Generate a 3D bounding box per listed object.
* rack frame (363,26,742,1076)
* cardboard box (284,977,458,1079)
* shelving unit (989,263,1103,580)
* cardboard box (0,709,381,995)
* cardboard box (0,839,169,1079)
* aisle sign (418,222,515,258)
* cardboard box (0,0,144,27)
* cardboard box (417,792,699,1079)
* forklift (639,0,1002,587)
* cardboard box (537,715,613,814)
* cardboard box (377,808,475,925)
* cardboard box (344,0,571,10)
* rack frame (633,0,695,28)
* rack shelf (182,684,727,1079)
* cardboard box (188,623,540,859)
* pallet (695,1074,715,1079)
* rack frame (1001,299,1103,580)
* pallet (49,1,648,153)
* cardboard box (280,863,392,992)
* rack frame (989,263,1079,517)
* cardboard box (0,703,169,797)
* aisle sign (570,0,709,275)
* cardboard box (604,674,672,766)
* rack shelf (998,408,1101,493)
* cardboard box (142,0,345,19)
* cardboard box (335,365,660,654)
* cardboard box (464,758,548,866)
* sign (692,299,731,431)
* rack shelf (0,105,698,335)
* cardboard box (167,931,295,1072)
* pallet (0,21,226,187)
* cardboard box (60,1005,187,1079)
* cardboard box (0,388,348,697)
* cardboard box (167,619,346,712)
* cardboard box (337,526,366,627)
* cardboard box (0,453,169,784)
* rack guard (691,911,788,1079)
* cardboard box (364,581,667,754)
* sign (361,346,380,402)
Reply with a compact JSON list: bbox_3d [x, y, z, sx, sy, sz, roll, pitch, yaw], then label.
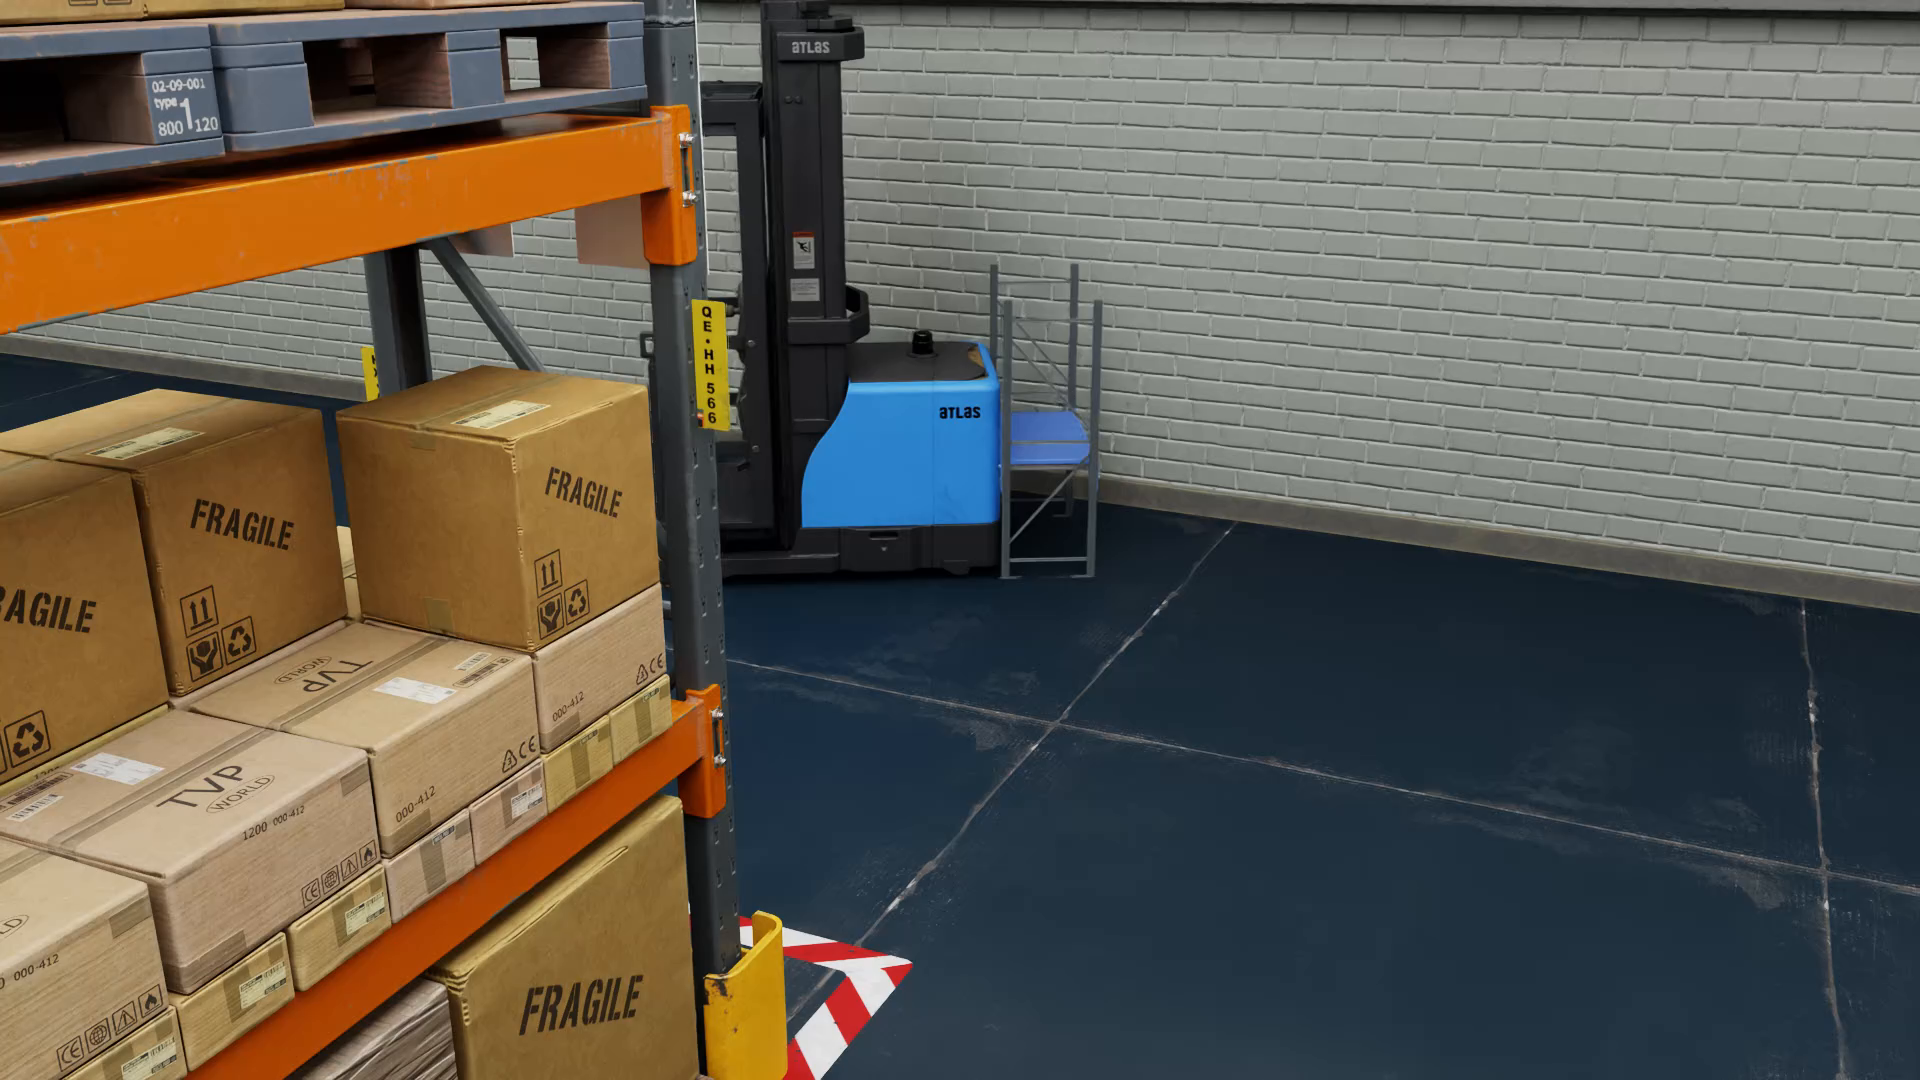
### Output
[{"bbox_3d":[-1.109,0.146,4.581,1.000,3.000,0.127,9,21,23],"label":"rack frame"},{"bbox_3d":[-1.671,1.434,3.504,0.875,0.875,0.875,9,21,23],"label":"cardboard box"},{"bbox_3d":[0.445,-0.675,9.129,0.538,1.500,1.048,-1,20,-3],"label":"shelving unit"},{"bbox_3d":[-1.482,0.572,3.164,0.500,0.250,0.500,8,21,21],"label":"cardboard box"},{"bbox_3d":[-1.692,0.732,2.715,0.500,0.250,0.500,9,21,23],"label":"cardboard box"},{"bbox_3d":[-1.354,-1.142,4.323,0.394,0.787,0.004,9,21,23],"label":"aisle sign"},{"bbox_3d":[-1.781,-1.073,2.607,0.700,0.500,0.500,7,21,19],"label":"cardboard box"},{"bbox_3d":[-1.298,1.156,4.286,0.875,0.875,0.875,9,21,23],"label":"cardboard box"},{"bbox_3d":[-1.314,-1.314,8.790,3.031,2.935,1.130,-1,20,-4],"label":"forklift"},{"bbox_3d":[-1.060,0.498,3.966,0.380,0.149,0.250,9,21,23],"label":"cardboard box"},{"bbox_3d":[-1.267,0.651,3.536,0.380,0.149,0.250,9,21,24],"label":"cardboard box"},{"bbox_3d":[-1.273,-1.393,3.507,0.700,0.500,0.500,7,21,19],"label":"cardboard box"},{"bbox_3d":[-1.109,-2.680,3.576,1.000,3.000,0.127,9,21,23],"label":"rack frame"},{"bbox_3d":[-1.928,1.096,2.983,1.077,0.370,4.000,9,21,23],"label":"rack shelf"},{"bbox_3d":[-1.274,0.416,3.602,0.500,0.250,0.500,8,21,22],"label":"cardboard box"},{"bbox_3d":[-1.365,1.715,4.331,1.003,0.211,1.213,9,21,23],"label":"pallet"},{"bbox_3d":[0.470,-0.505,8.650,0.500,1.500,0.032,-1,20,-3],"label":"rack frame"},{"bbox_3d":[-1.404,-0.997,3.452,1.003,0.211,1.213,9,21,23],"label":"pallet"},{"bbox_3d":[-1.372,0.731,3.312,0.380,0.149,0.250,8,21,21],"label":"cardboard box"},{"bbox_3d":[0.419,-0.845,9.607,0.500,1.500,0.032,-1,20,-3],"label":"rack frame"},{"bbox_3d":[-1.968,0.499,3.368,0.500,0.250,0.500,8,21,21],"label":"cardboard box"},{"bbox_3d":[-0.806,-1.060,4.092,0.394,0.787,0.004,9,21,23],"label":"aisle sign"},{"bbox_3d":[-0.955,0.418,4.190,0.380,0.149,0.250,9,21,24],"label":"cardboard box"},{"bbox_3d":[0.445,-0.506,9.189,0.538,0.185,1.000,-1,20,-3],"label":"rack shelf"},{"bbox_3d":[-1.614,-1.237,3.070,0.700,0.500,0.500,8,21,21],"label":"cardboard box"},{"bbox_3d":[-1.069,-0.092,3.911,0.500,0.500,0.500,9,21,23],"label":"cardboard box"},{"bbox_3d":[-1.164,0.575,3.750,0.380,0.149,0.250,9,21,23],"label":"cardboard box"},{"bbox_3d":[-0.620,-0.432,4.126,0.100,0.325,0.005,9,21,23],"label":"sign"},{"bbox_3d":[-1.928,-0.317,2.480,1.077,0.370,4.000,9,21,23],"label":"rack shelf"},{"bbox_3d":[-1.477,0.810,3.089,0.380,0.149,0.250,9,21,23],"label":"cardboard box"},{"bbox_3d":[-1.902,-0.623,2.400,1.003,0.211,1.213,9,21,23],"label":"pallet"},{"bbox_3d":[-1.581,0.886,2.876,0.380,0.149,0.250,9,21,24],"label":"cardboard box"},{"bbox_3d":[-1.757,-0.014,3.693,0.500,0.500,0.500,8,21,21],"label":"cardboard box"},{"bbox_3d":[-1.759,0.346,3.799,0.500,0.250,0.500,8,21,22],"label":"cardboard box"},{"bbox_3d":[-1.552,0.186,4.248,0.500,0.250,0.500,8,21,21],"label":"cardboard box"},{"bbox_3d":[-1.964,0.145,3.245,0.500,0.500,0.500,8,21,21],"label":"cardboard box"},{"bbox_3d":[-1.100,1.316,5.021,1.175,0.500,0.348,9,21,23],"label":"rack guard"},{"bbox_3d":[-1.066,0.261,4.038,0.500,0.250,0.500,8,21,22],"label":"cardboard box"},{"bbox_3d":[-1.613,-0.377,4.642,0.100,0.325,0.005,9,21,23],"label":"sign"}]
